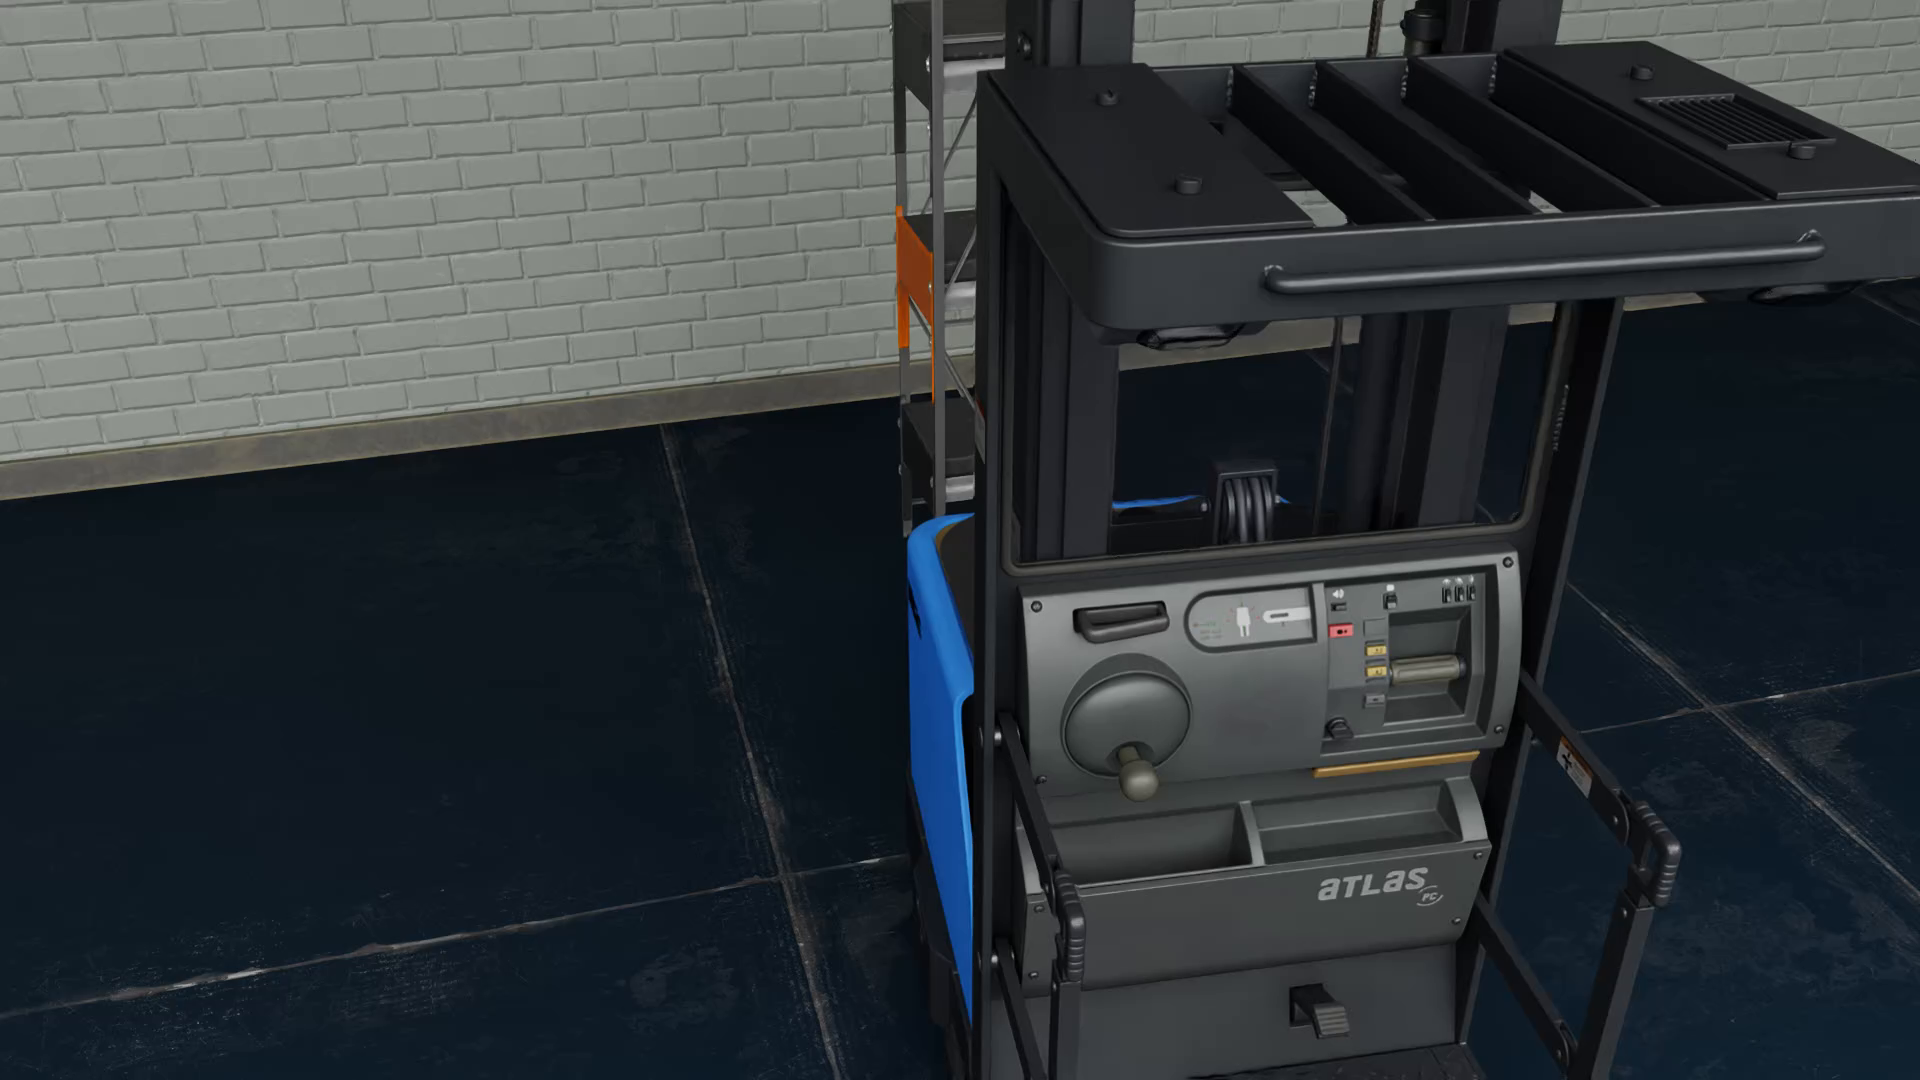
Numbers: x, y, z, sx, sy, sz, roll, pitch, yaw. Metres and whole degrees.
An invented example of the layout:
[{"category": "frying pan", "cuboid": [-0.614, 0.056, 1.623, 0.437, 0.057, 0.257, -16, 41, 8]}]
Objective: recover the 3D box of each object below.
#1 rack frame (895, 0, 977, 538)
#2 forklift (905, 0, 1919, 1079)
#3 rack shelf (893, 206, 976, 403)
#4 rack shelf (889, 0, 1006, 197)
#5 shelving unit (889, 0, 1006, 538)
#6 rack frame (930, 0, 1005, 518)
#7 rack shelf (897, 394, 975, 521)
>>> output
[{"category": "rack frame", "cuboid": [-0.021, -0.947, 5.789, 0.400, 2.100, 0.015, -8, 31, -13]}, {"category": "forklift", "cuboid": [0.611, 0.287, 2.829, 1.130, 2.935, 3.031, -5, 30, -9]}, {"category": "rack shelf", "cuboid": [0.044, -0.817, 5.593, 0.431, 0.518, 0.480, -8, 31, -13]}, {"category": "rack shelf", "cuboid": [0.044, -1.423, 5.242, 0.431, 0.518, 0.480, -8, 31, -13]}, {"category": "shelving unit", "cuboid": [0.044, -0.829, 5.586, 0.431, 2.100, 0.503, -8, 31, -13]}, {"category": "rack frame", "cuboid": [0.109, -0.711, 5.382, 0.400, 2.100, 0.015, -8, 31, -13]}, {"category": "rack shelf", "cuboid": [0.044, -0.211, 5.943, 0.431, 0.518, 0.480, -8, 31, -13]}]
